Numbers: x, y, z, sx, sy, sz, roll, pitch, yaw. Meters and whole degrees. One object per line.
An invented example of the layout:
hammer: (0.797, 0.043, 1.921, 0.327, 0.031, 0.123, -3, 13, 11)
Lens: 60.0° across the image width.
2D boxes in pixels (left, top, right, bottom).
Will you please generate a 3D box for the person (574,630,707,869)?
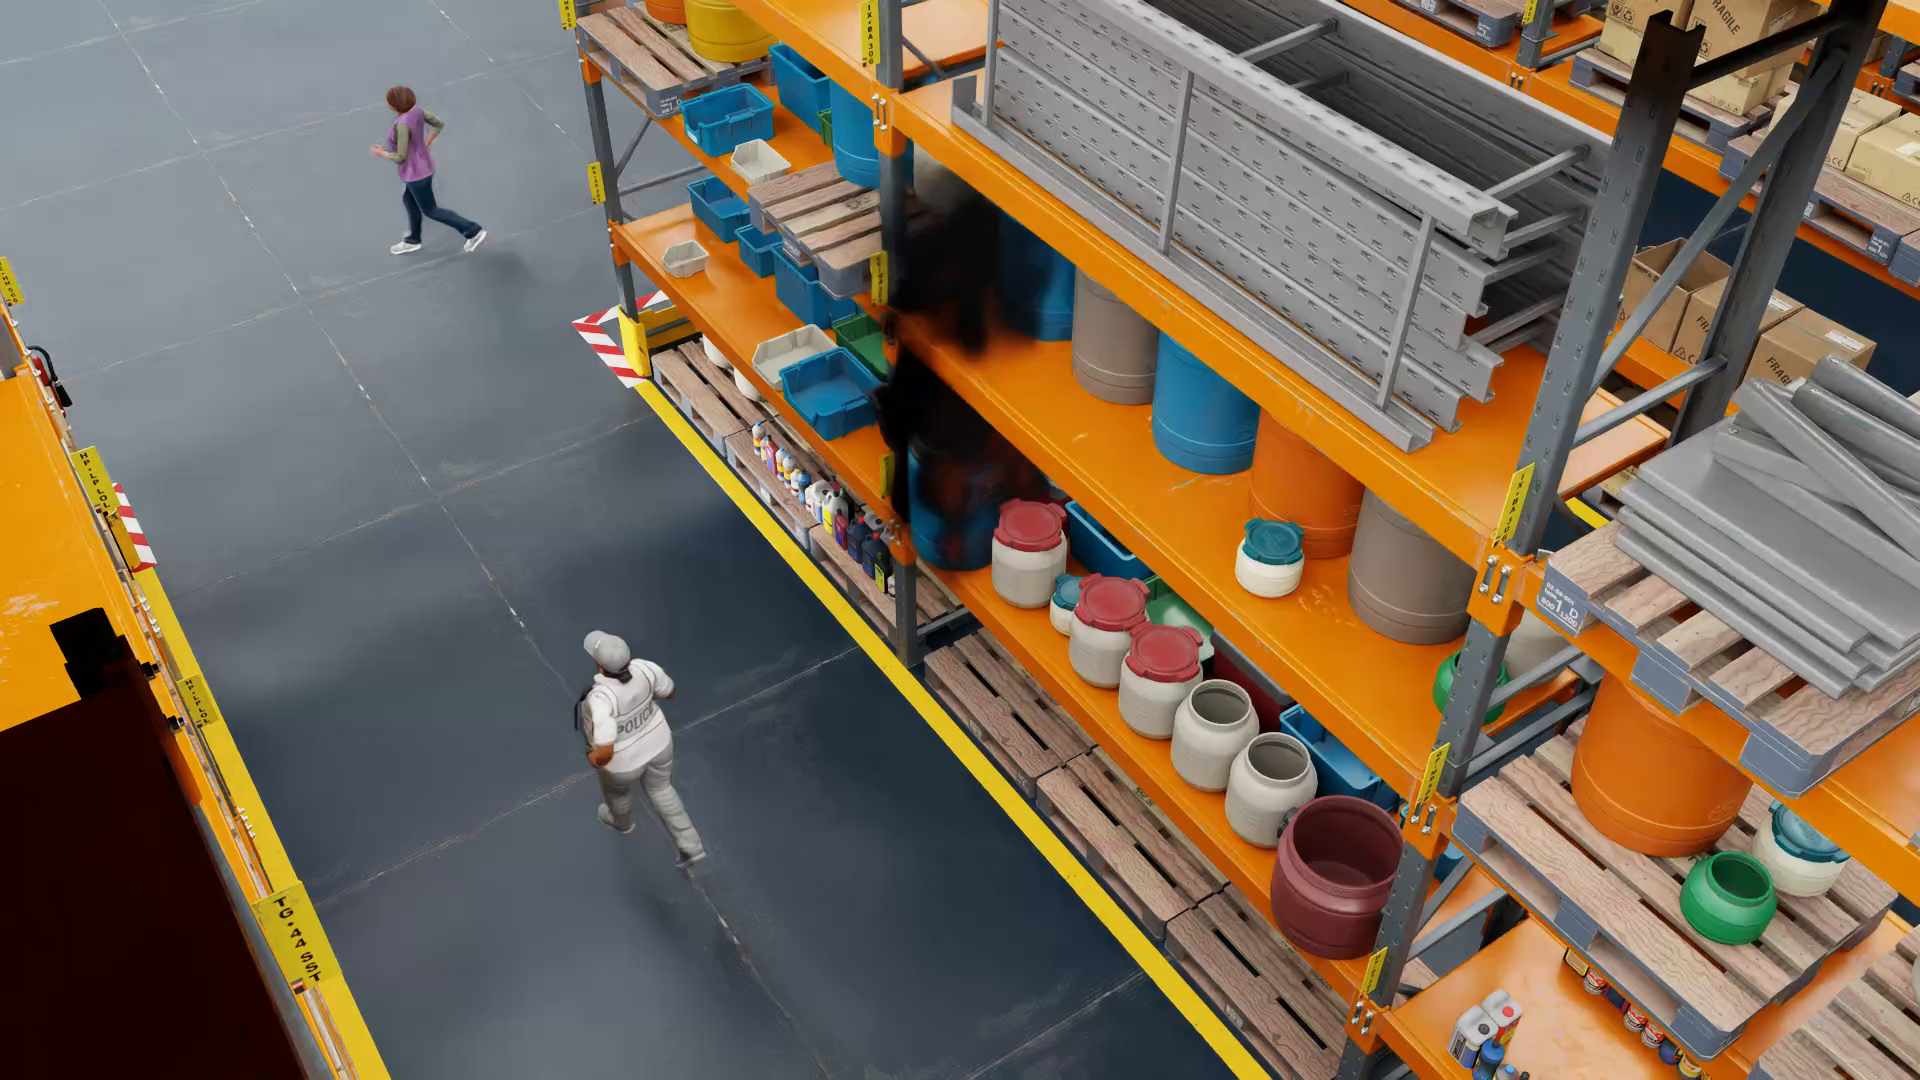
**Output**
person: (-1.755, 1.124, 8.896, 0.833, 1.684, 0.613, 34, 52, 31)

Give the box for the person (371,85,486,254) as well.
person: (-4.502, -3.072, 13.893, 0.886, 1.588, 0.550, 0, 43, 0)
